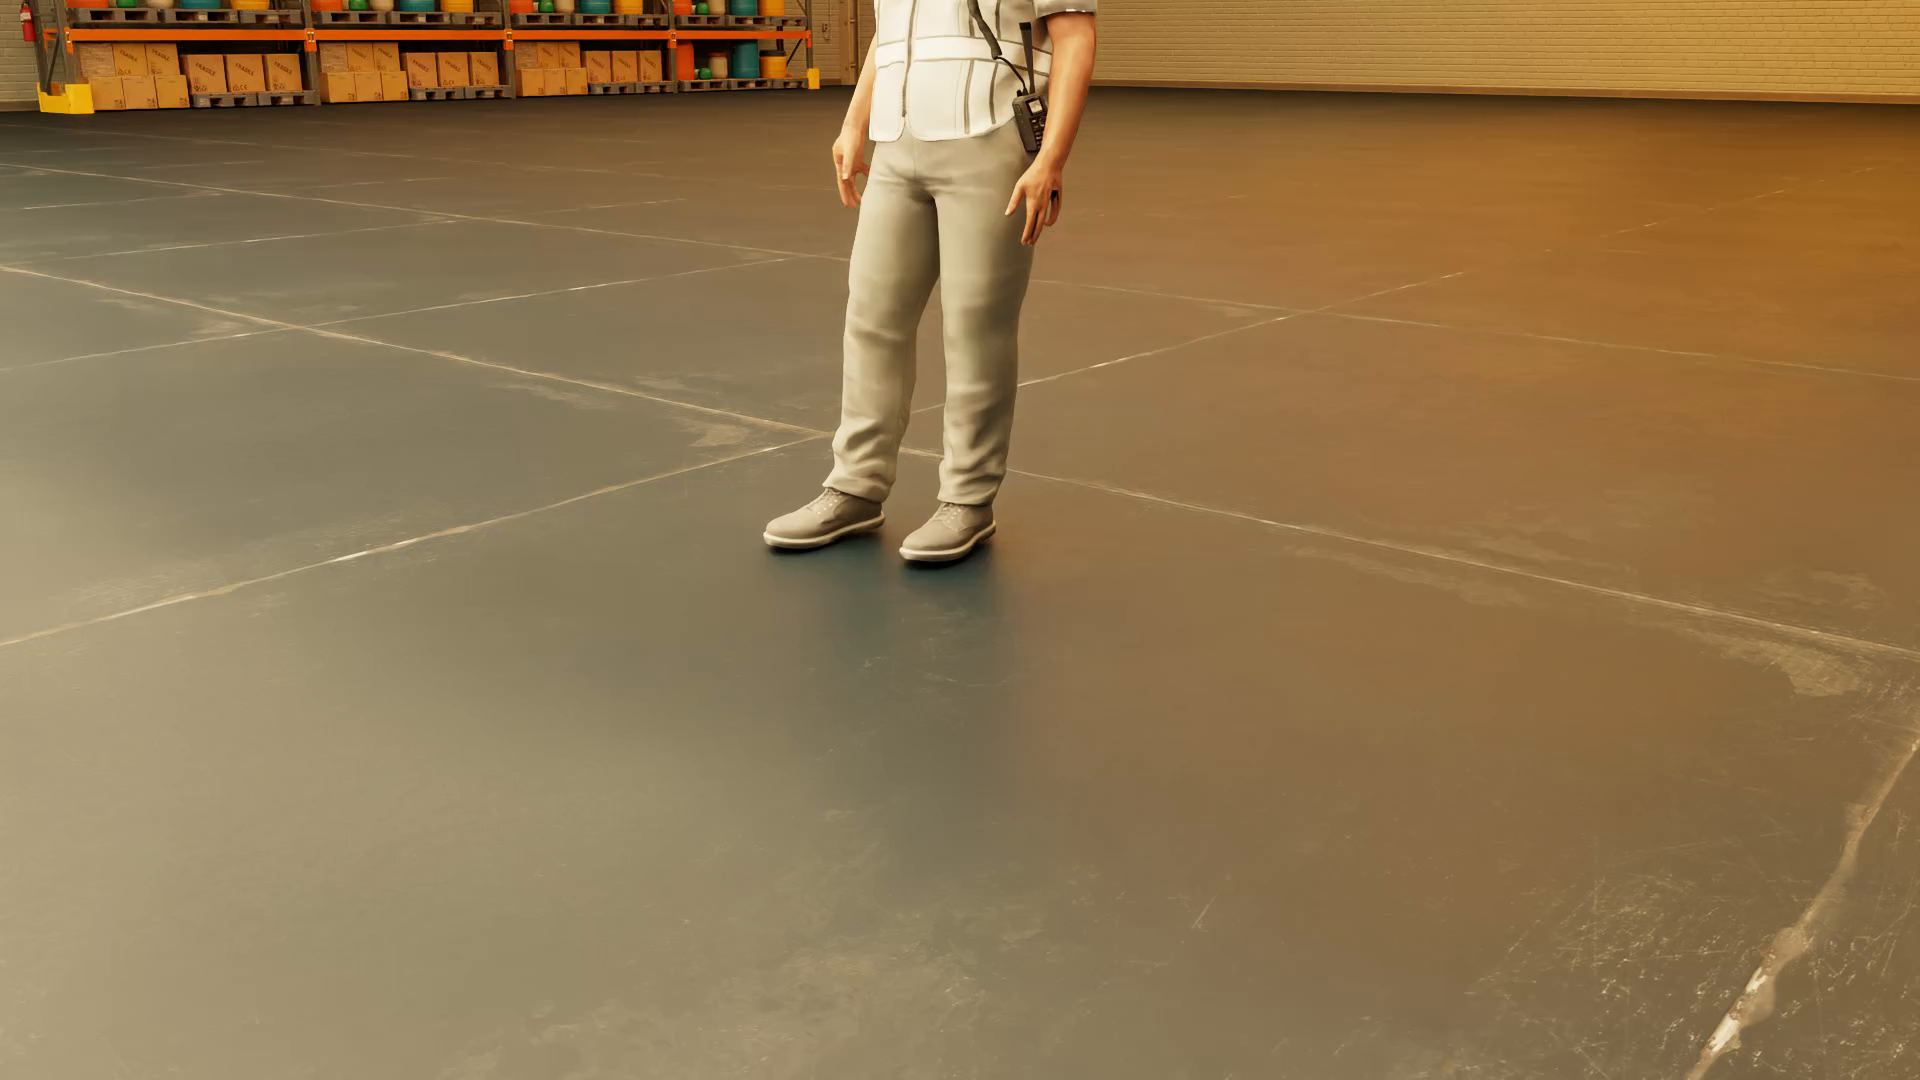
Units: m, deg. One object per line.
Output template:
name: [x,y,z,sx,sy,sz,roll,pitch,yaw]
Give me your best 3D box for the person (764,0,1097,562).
person: [-0.059,-0.843,3.632,0.640,1.778,0.575,13,21,37]
